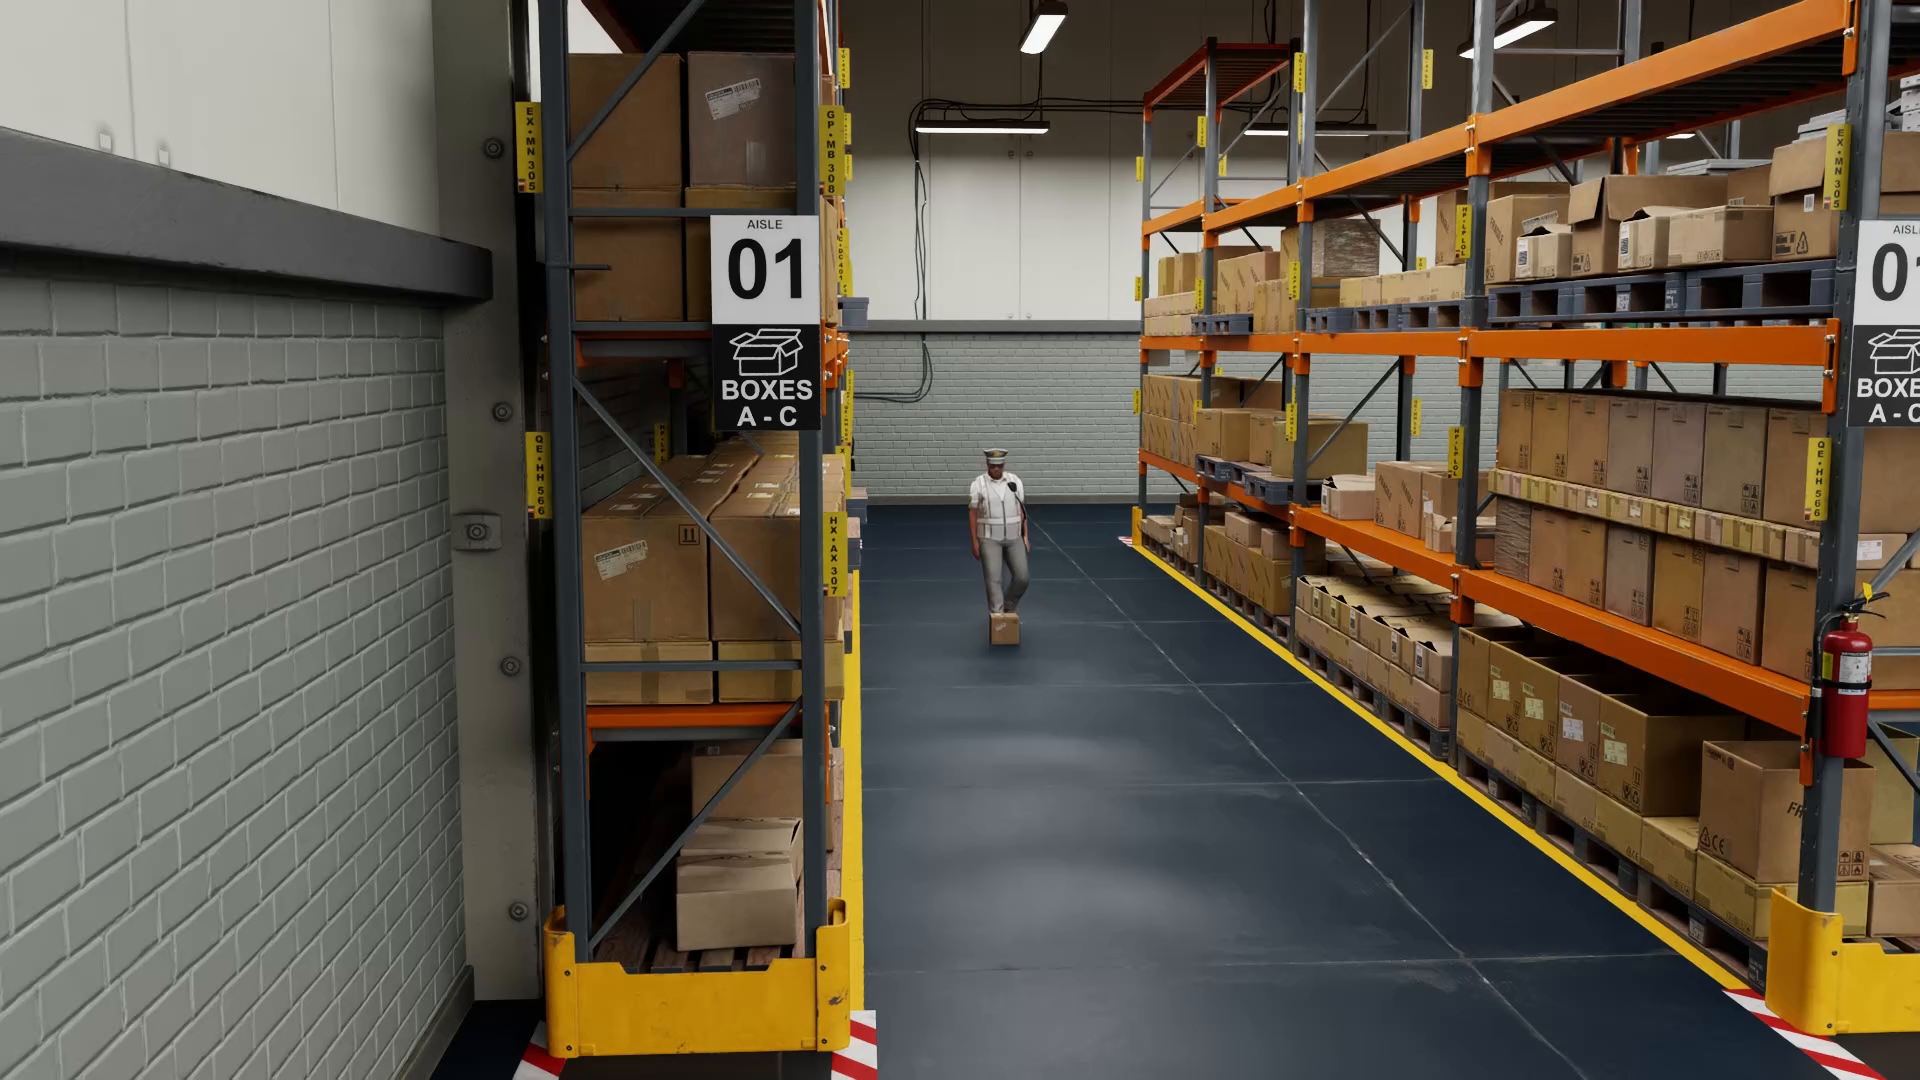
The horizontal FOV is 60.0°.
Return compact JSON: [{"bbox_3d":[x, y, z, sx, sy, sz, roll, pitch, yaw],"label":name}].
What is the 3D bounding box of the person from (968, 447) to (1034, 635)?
[{"bbox_3d":[0.394,0.029,15.586,0.604,1.804,0.511,-1,7,-9],"label":"person"}]
